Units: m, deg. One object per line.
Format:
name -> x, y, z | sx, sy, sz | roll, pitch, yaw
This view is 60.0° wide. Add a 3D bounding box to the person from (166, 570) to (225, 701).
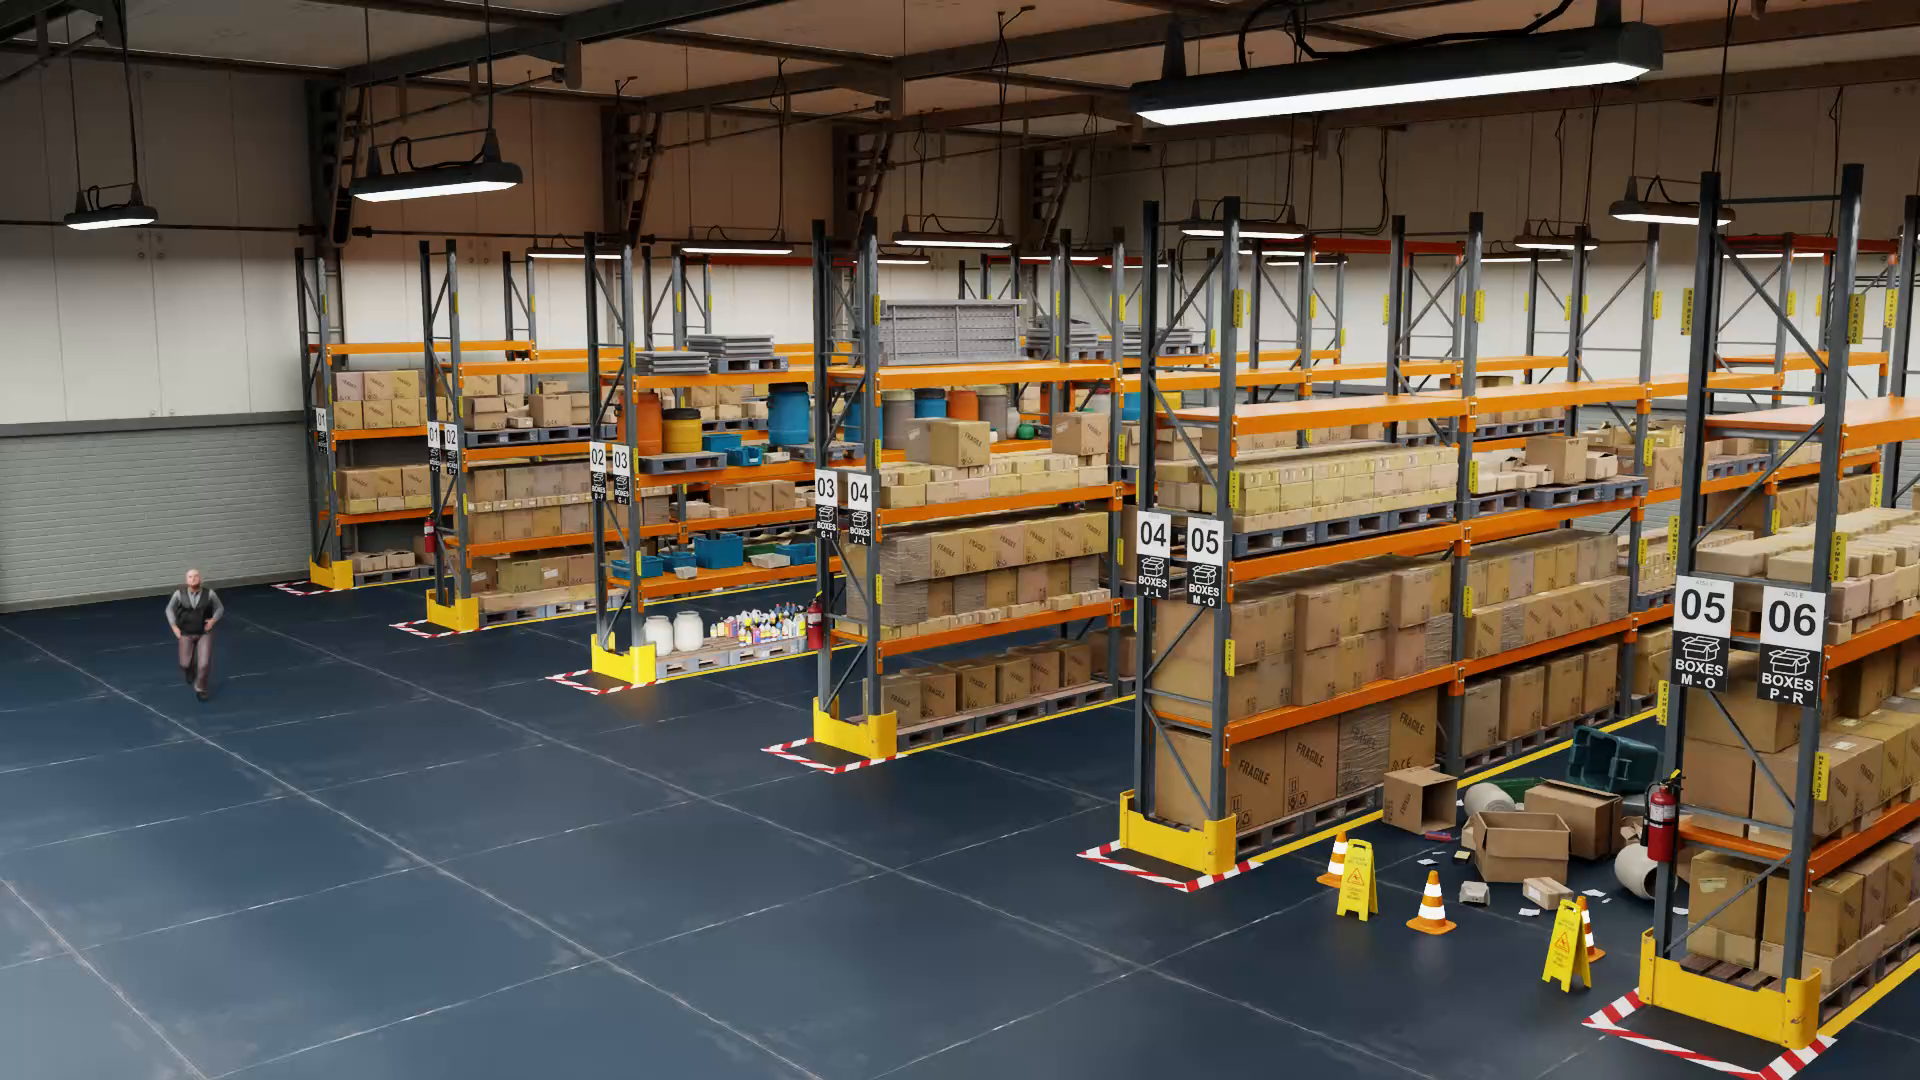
person -> -9.839, 1.216, 21.437 | 0.696, 1.687, 0.581 | -3, 9, -20
